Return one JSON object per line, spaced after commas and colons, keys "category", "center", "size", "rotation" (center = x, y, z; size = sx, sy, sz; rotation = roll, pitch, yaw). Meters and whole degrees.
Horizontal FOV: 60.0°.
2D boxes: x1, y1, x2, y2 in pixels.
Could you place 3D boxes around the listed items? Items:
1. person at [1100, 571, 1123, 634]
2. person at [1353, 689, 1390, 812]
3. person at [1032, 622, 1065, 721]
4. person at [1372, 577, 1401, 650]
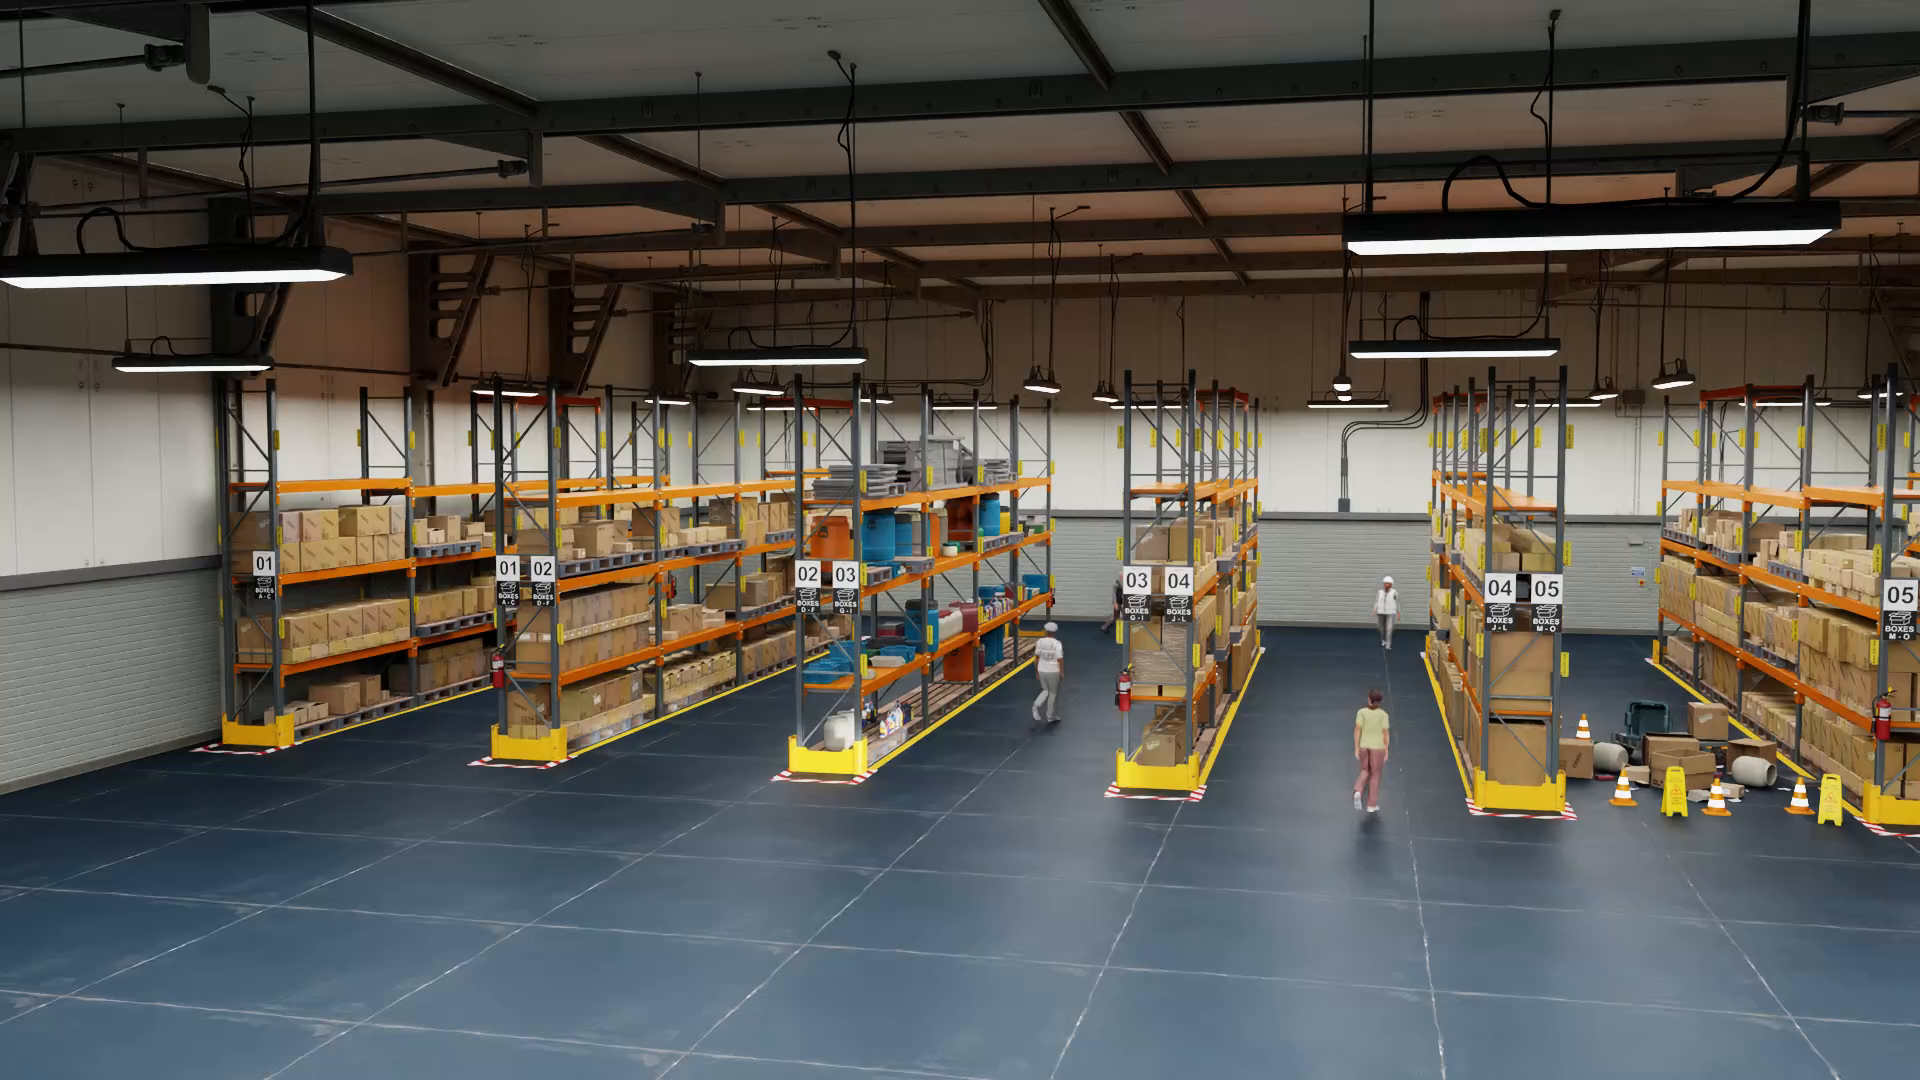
{"category": "person", "center": [4.059, 1.629, 42.311], "size": [0.968, 1.676, 0.625], "rotation": [2, 4, 33]}
{"category": "person", "center": [5.511, 2.828, 22.261], "size": [0.444, 1.646, 0.525], "rotation": [3, 4, 40]}
{"category": "person", "center": [1.584, 2.336, 29.433], "size": [0.534, 1.767, 0.534], "rotation": [-3, 5, -41]}
{"category": "person", "center": [10.207, 1.745, 39.797], "size": [0.630, 1.730, 1.026], "rotation": [2, 4, 24]}
